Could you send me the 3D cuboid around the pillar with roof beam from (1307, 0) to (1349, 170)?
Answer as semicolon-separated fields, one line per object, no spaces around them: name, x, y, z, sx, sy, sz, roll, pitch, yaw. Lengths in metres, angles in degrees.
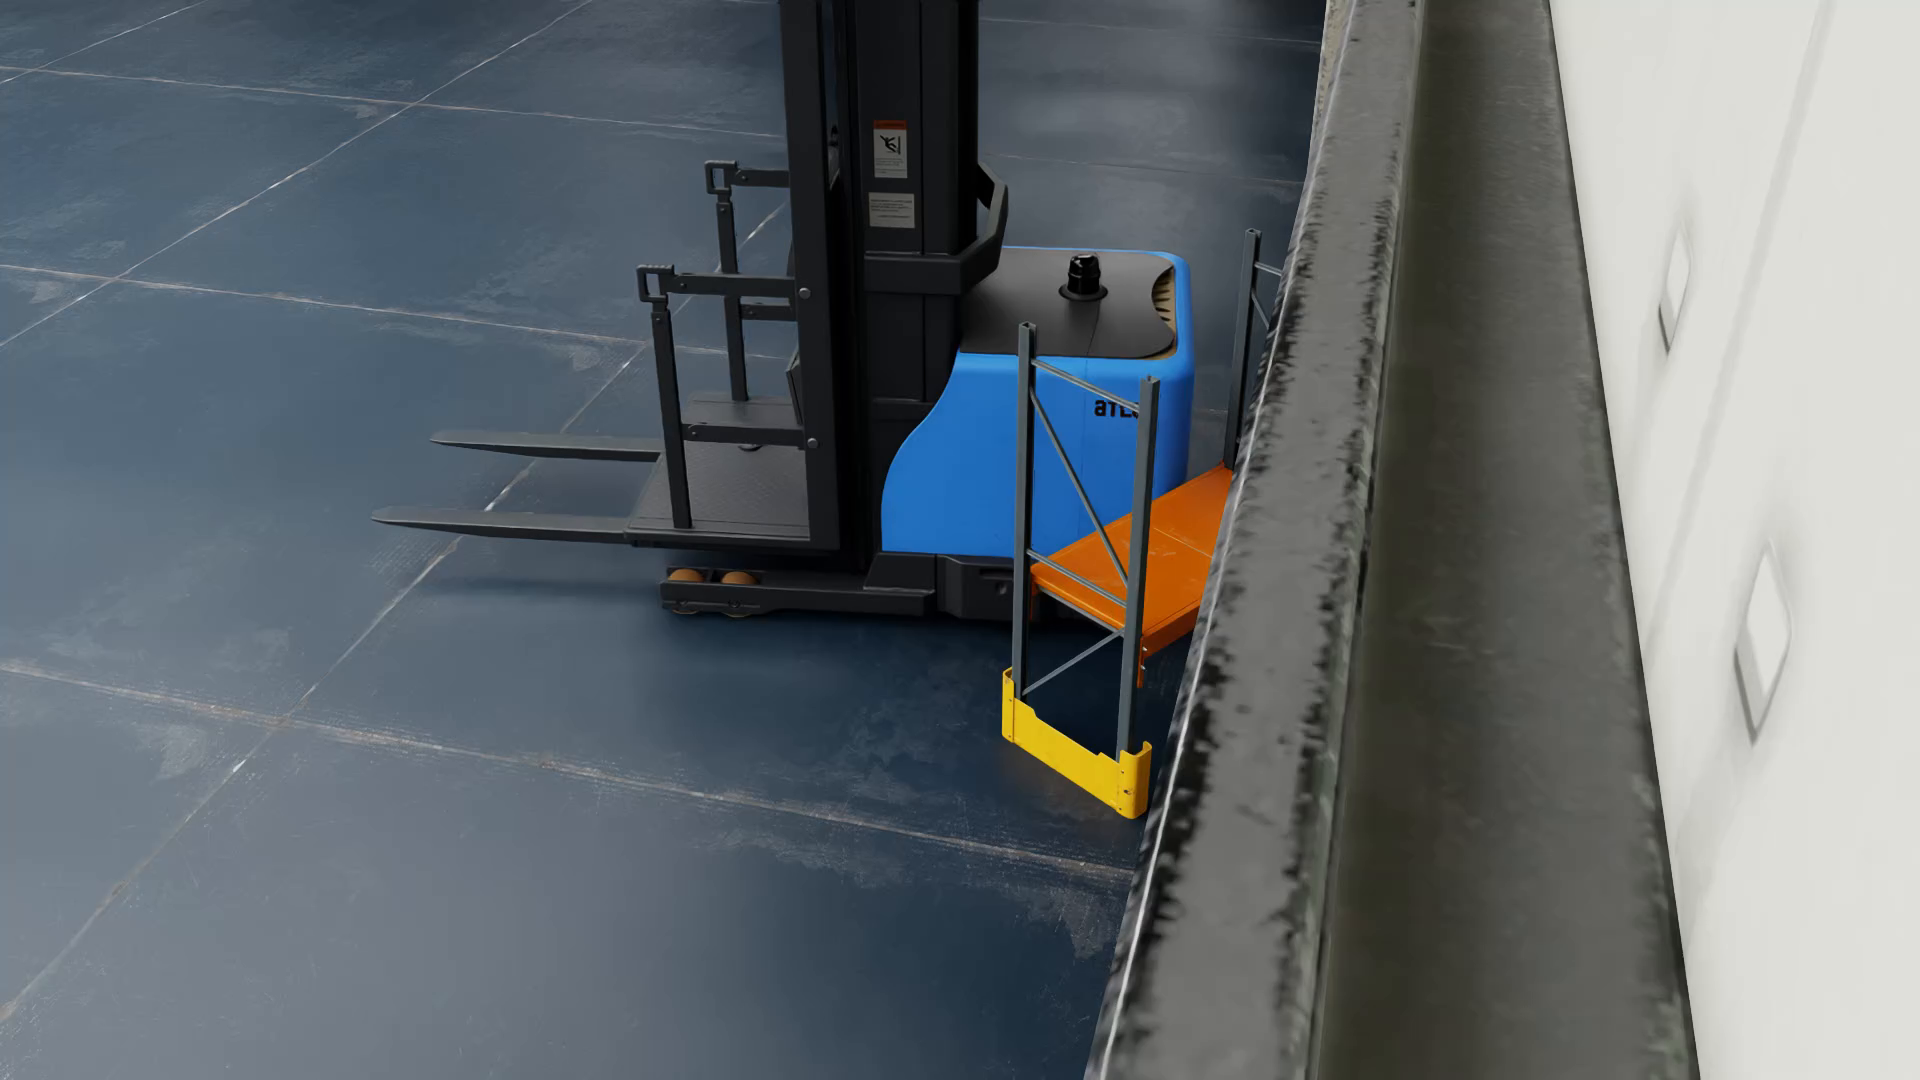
pillar with roof beam;-3.228;-3.330;3.381;9.100;9.000;0.400;8;33;12

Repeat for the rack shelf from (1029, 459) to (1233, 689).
rack shelf;0.718;0.081;5.340;1.000;0.185;0.538;-27;41;-35

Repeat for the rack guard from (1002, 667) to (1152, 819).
rack guard;0.363;0.637;5.296;0.087;0.250;0.587;-27;41;-35

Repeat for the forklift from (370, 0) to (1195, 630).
forklift;-0.678;-1.231;5.735;3.031;2.935;1.130;3;33;5

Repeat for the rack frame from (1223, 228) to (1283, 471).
rack frame;1.088;-0.258;5.537;0.032;1.500;0.500;-27;41;-35

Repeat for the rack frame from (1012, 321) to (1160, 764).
rack frame;0.348;0.116;4.949;0.032;1.500;0.500;-27;41;-35

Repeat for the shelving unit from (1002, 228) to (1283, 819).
shelving unit;0.725;-0.074;5.248;1.083;1.500;0.587;-27;41;-35
